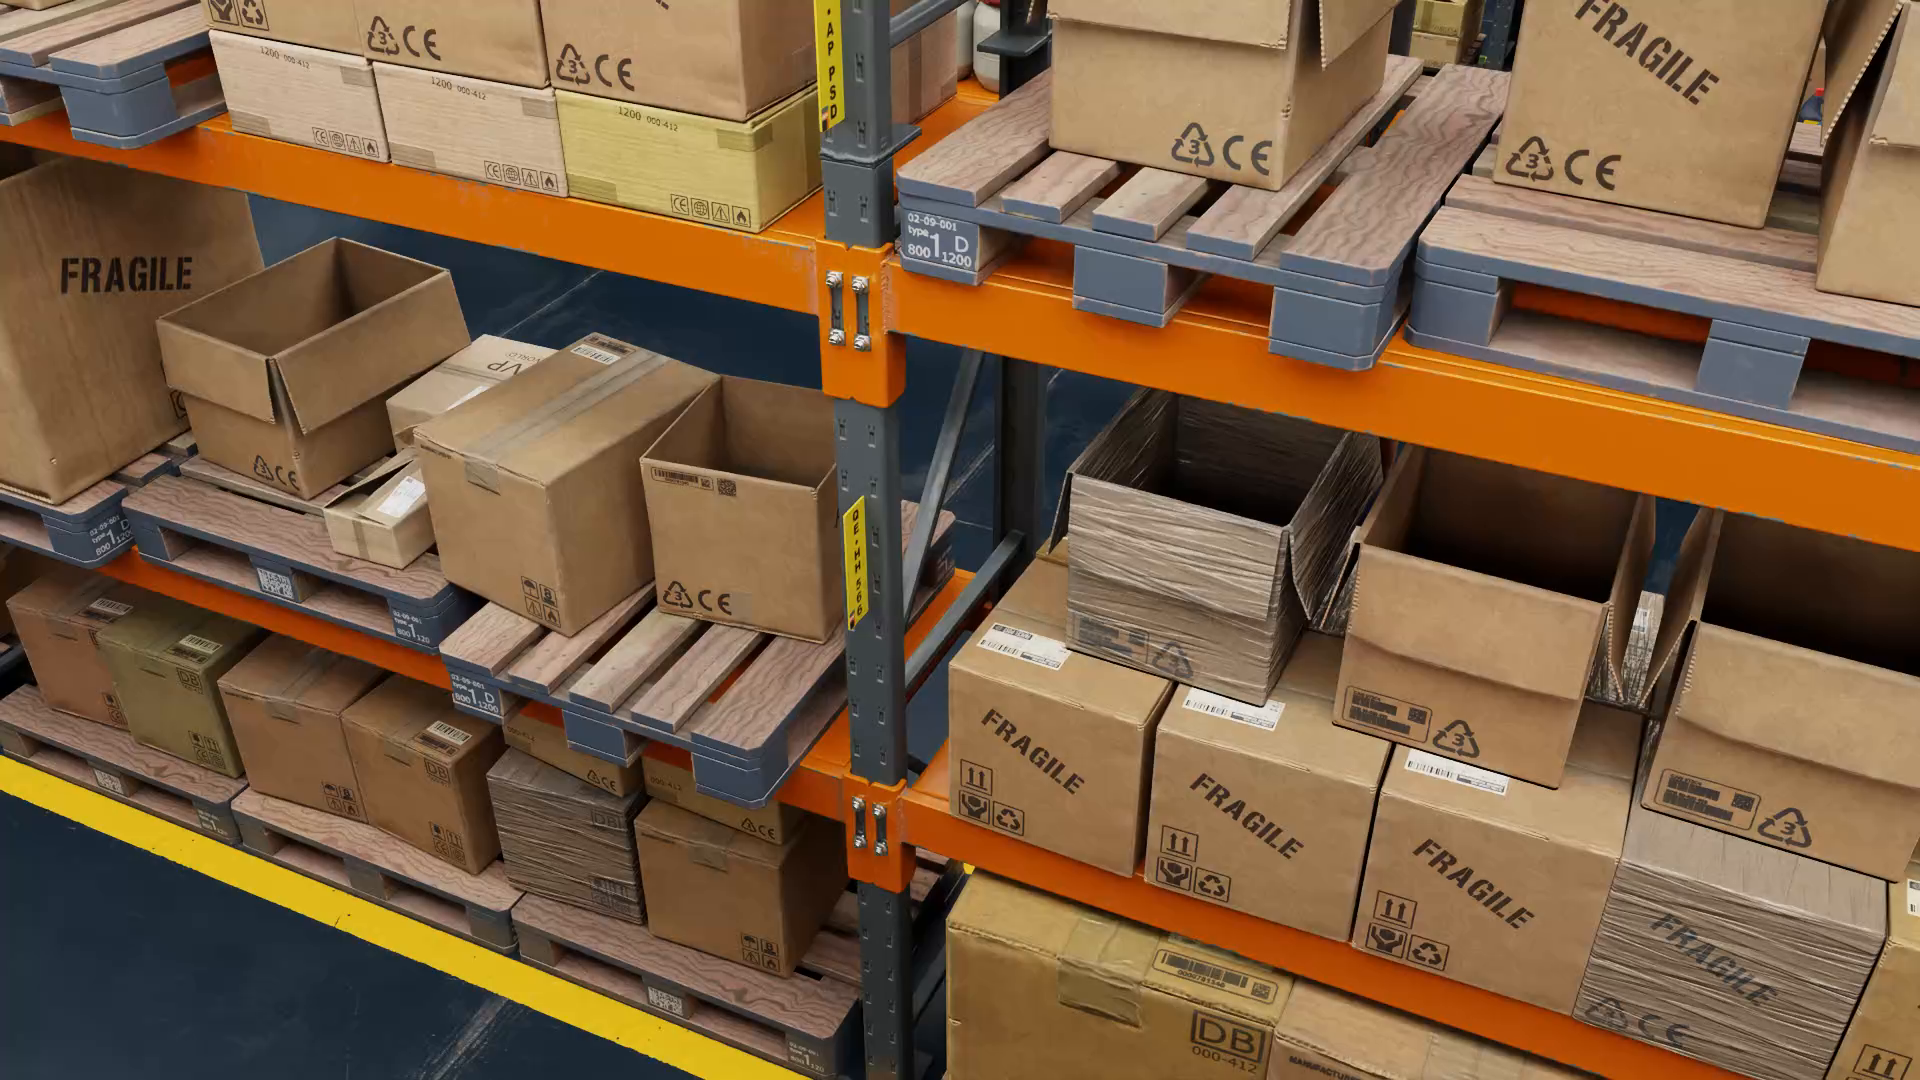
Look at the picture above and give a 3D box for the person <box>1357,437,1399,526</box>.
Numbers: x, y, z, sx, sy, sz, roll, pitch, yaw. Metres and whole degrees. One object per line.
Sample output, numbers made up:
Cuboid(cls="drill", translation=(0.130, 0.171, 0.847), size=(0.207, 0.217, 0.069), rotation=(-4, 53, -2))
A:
Cuboid(cls="person", translation=(1.478, -0.315, 6.619), size=(0.548, 1.650, 0.375), rotation=(13, 36, 18))
